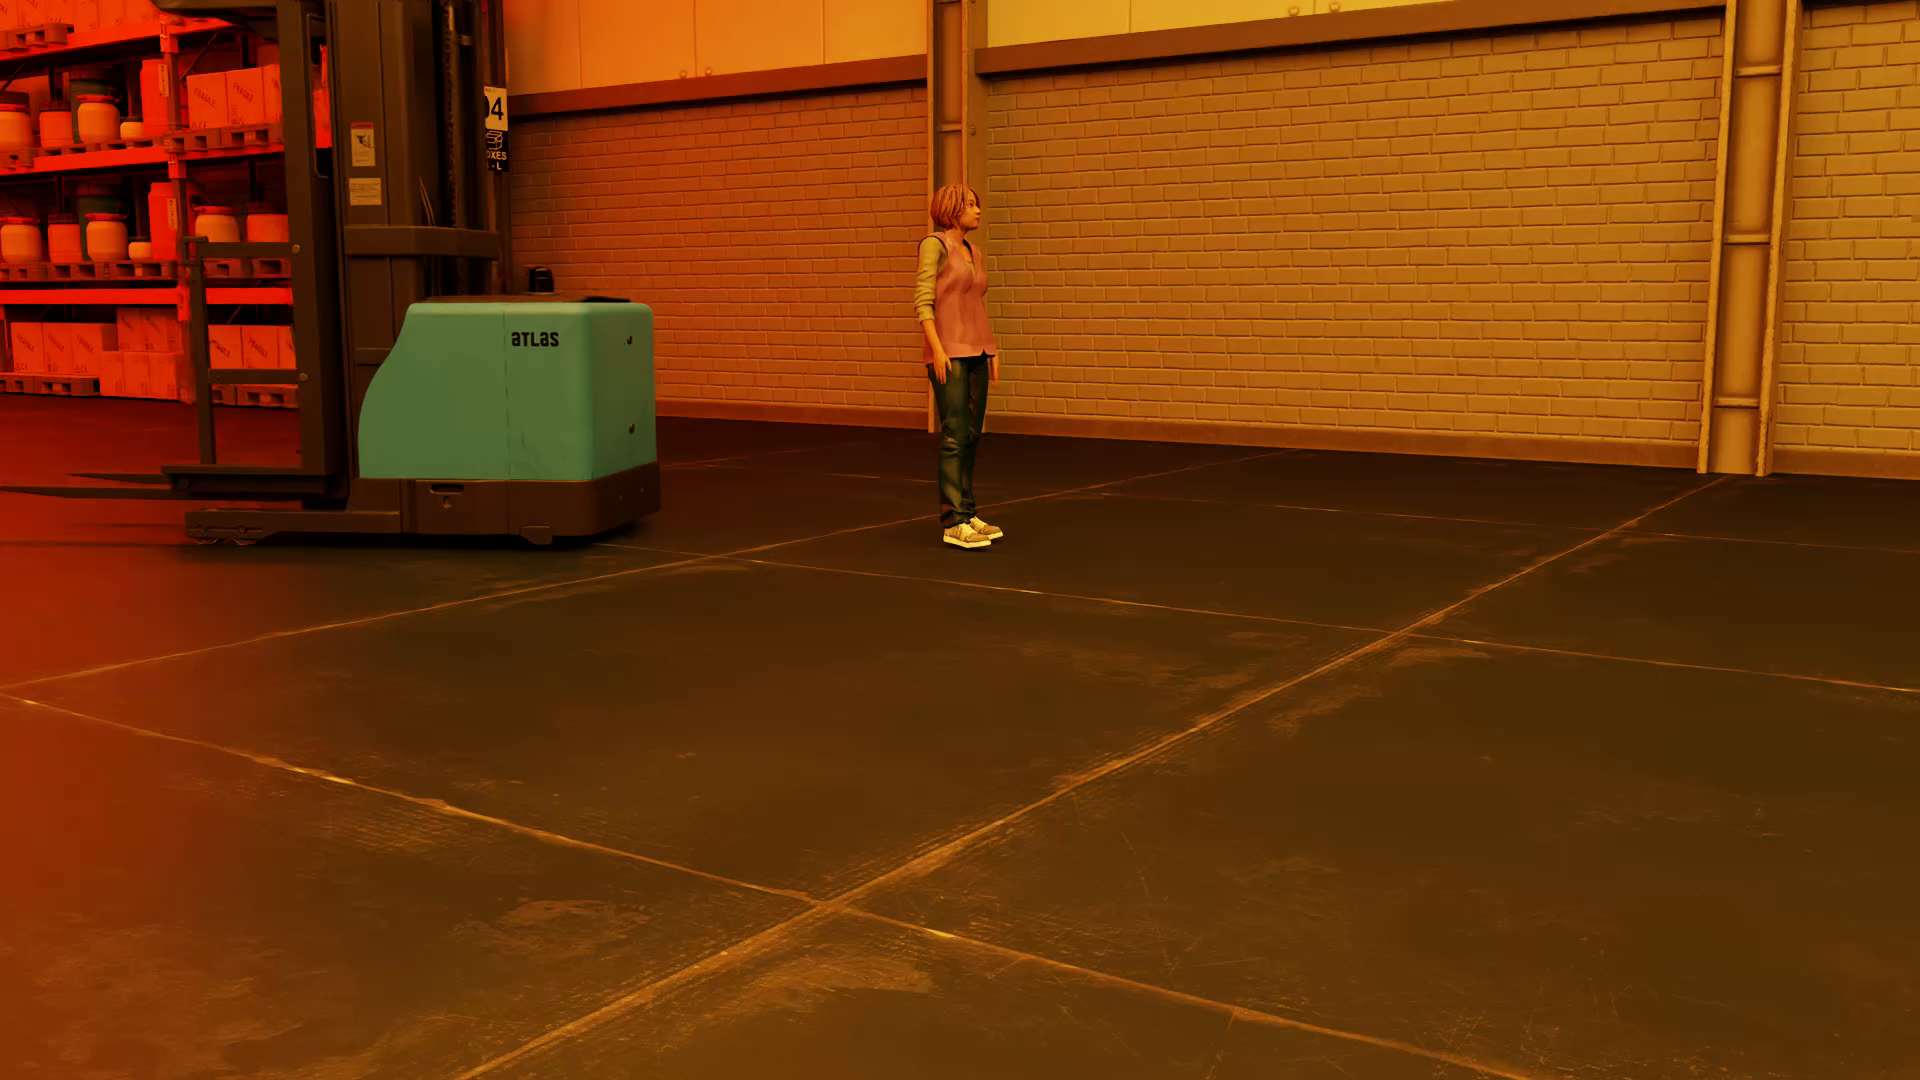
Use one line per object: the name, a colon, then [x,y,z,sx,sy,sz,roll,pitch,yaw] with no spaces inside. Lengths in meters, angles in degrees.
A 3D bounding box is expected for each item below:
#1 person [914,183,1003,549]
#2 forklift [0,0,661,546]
person: [0.053,-0.790,7.438,0.475,1.596,0.520,5,10,34]
forklift: [-3.022,-1.496,7.712,3.031,2.935,1.130,1,8,8]
